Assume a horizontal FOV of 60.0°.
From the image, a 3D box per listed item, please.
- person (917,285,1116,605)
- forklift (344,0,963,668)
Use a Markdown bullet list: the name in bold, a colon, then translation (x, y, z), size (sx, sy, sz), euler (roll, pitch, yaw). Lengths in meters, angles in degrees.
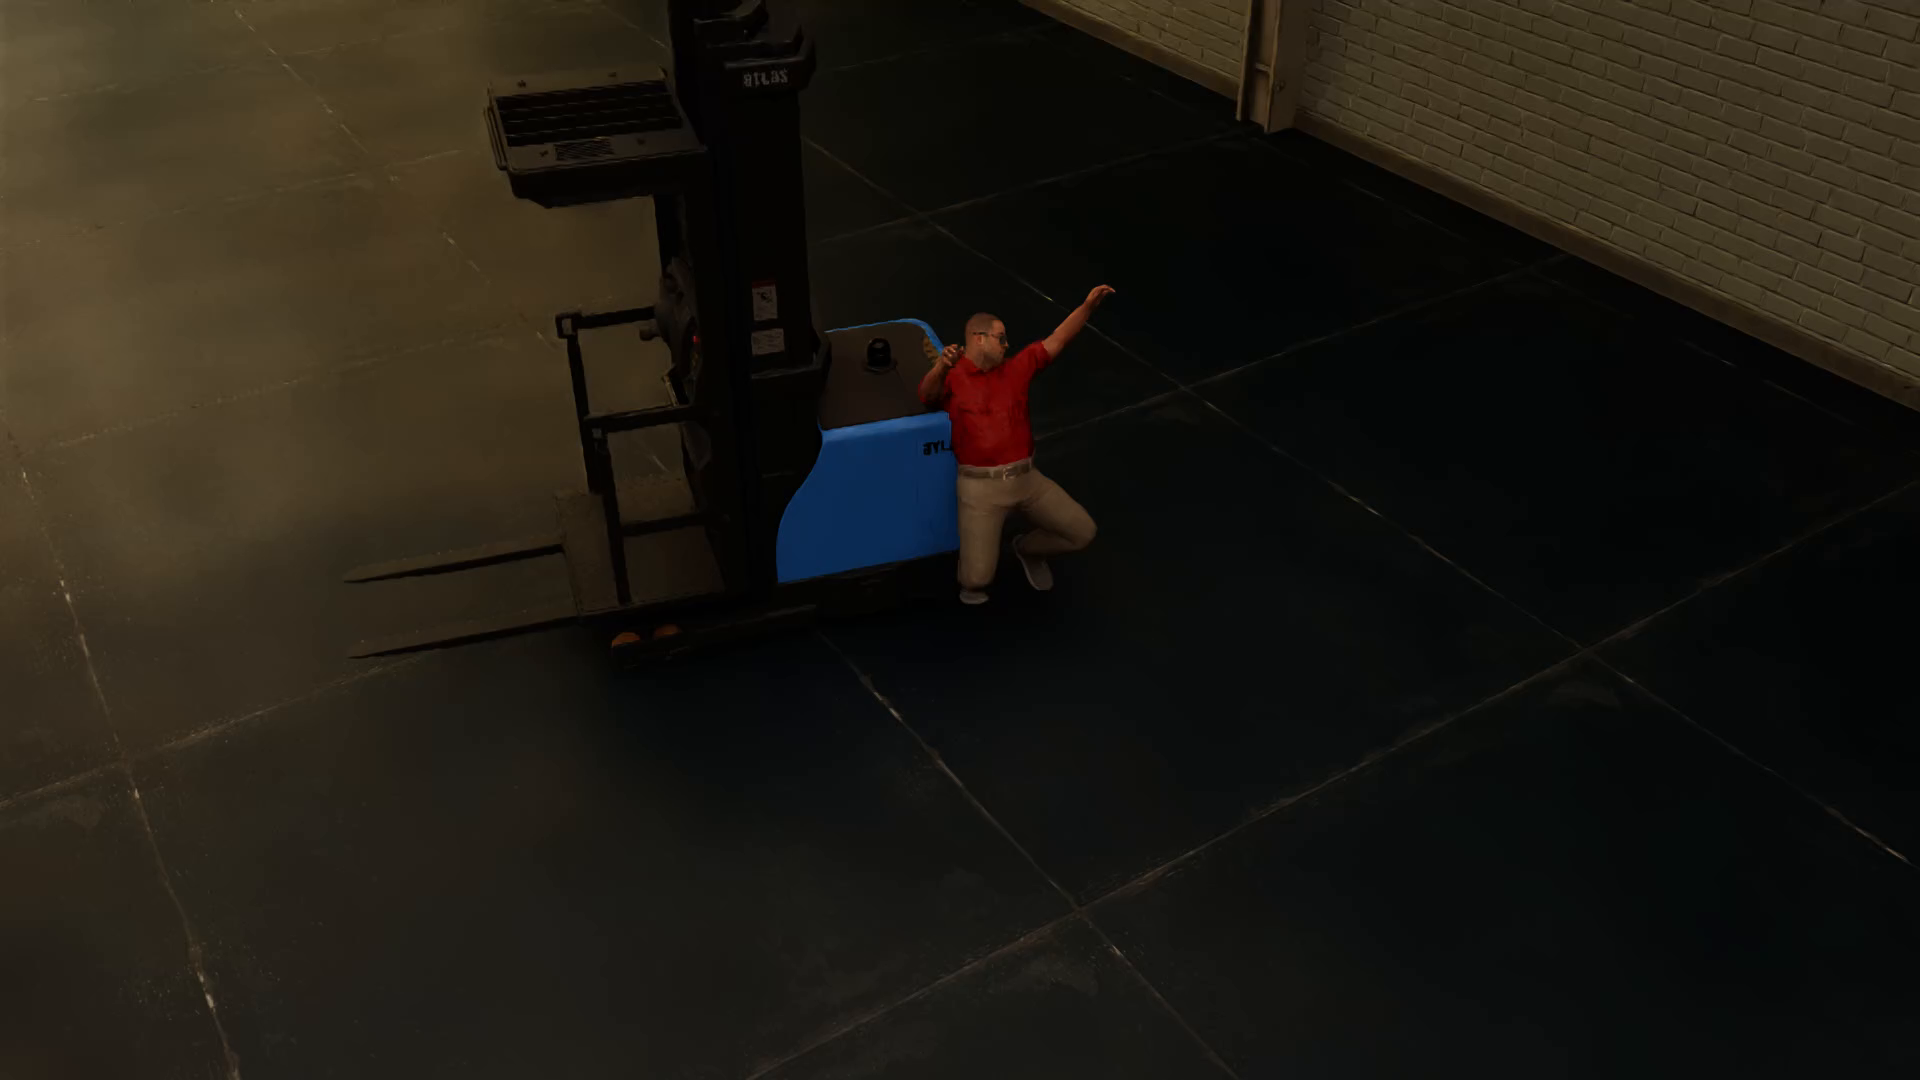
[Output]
- **person**: translation (0.259, -0.398, 7.883), size (0.980, 1.642, 0.760), euler (-17, 38, -22)
- **forklift**: translation (-1.448, -0.939, 7.484), size (3.031, 2.935, 1.130), euler (-11, 36, -15)
